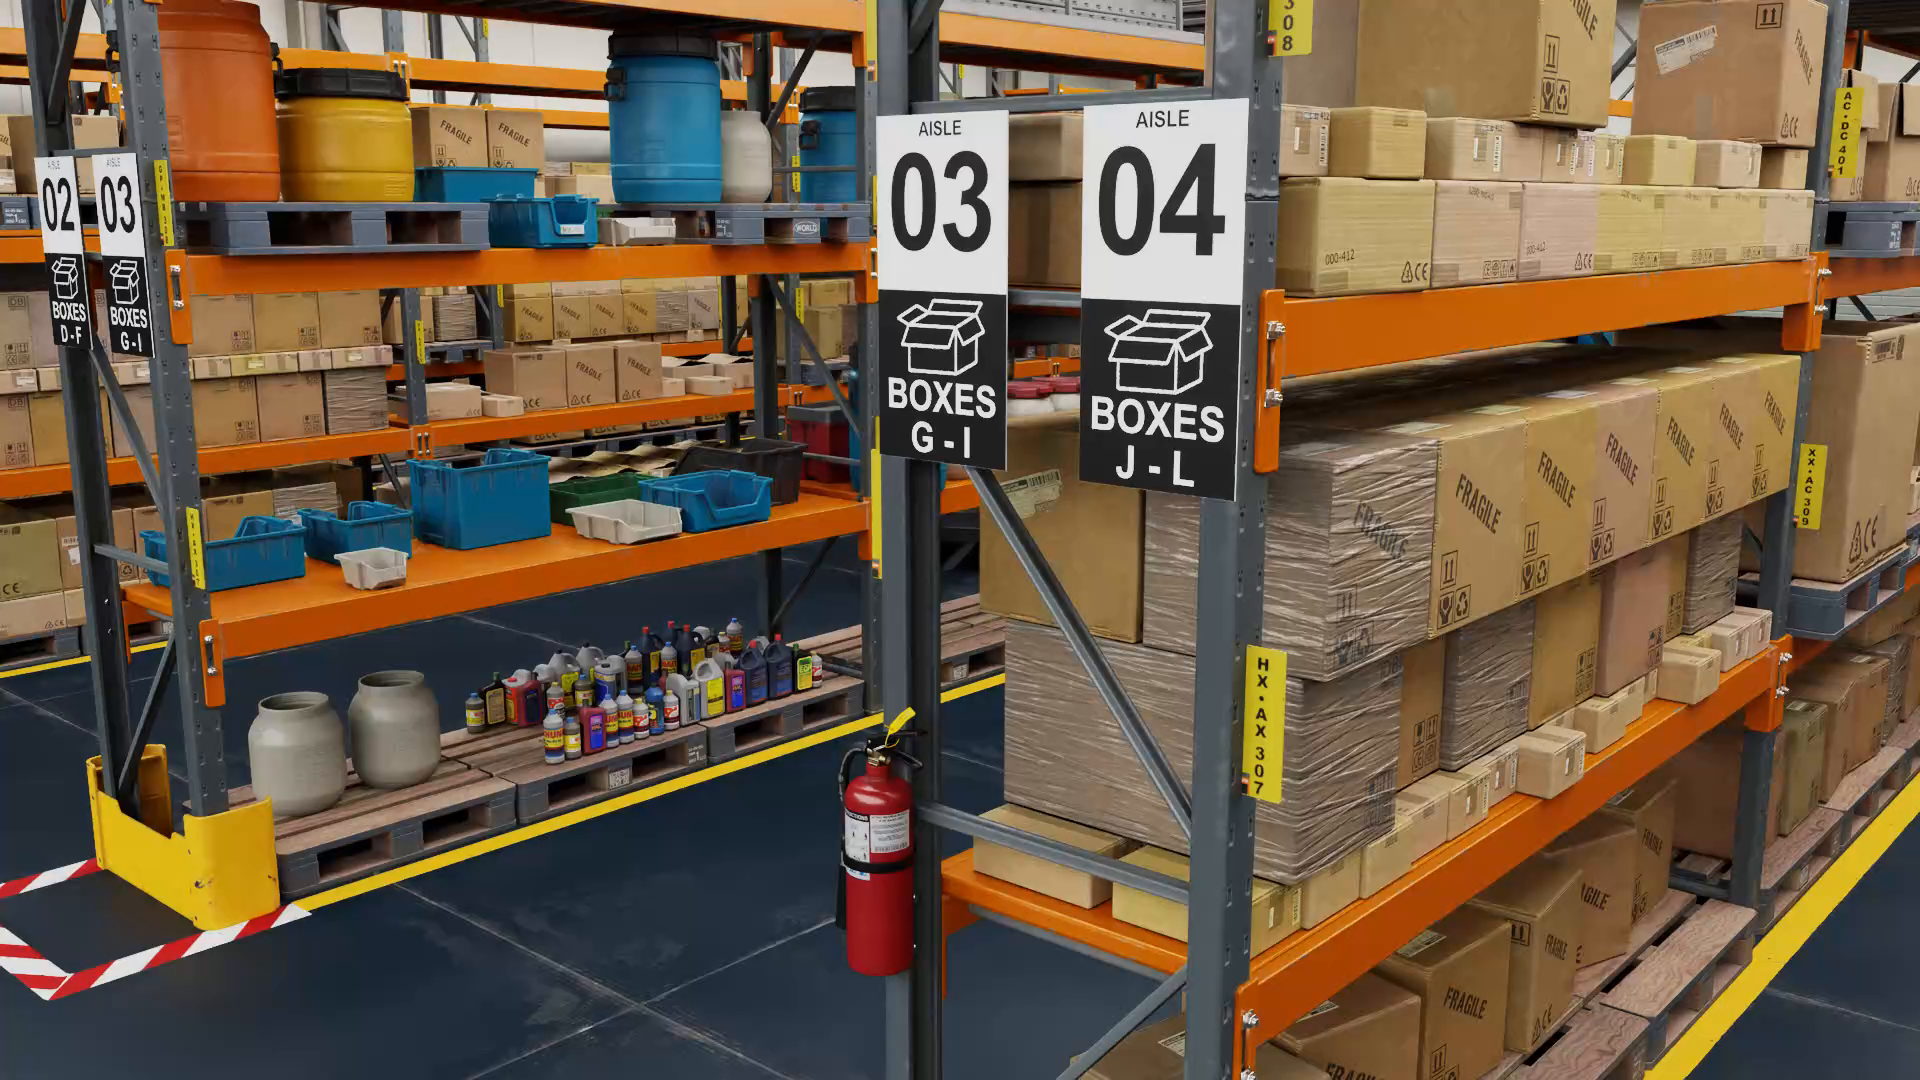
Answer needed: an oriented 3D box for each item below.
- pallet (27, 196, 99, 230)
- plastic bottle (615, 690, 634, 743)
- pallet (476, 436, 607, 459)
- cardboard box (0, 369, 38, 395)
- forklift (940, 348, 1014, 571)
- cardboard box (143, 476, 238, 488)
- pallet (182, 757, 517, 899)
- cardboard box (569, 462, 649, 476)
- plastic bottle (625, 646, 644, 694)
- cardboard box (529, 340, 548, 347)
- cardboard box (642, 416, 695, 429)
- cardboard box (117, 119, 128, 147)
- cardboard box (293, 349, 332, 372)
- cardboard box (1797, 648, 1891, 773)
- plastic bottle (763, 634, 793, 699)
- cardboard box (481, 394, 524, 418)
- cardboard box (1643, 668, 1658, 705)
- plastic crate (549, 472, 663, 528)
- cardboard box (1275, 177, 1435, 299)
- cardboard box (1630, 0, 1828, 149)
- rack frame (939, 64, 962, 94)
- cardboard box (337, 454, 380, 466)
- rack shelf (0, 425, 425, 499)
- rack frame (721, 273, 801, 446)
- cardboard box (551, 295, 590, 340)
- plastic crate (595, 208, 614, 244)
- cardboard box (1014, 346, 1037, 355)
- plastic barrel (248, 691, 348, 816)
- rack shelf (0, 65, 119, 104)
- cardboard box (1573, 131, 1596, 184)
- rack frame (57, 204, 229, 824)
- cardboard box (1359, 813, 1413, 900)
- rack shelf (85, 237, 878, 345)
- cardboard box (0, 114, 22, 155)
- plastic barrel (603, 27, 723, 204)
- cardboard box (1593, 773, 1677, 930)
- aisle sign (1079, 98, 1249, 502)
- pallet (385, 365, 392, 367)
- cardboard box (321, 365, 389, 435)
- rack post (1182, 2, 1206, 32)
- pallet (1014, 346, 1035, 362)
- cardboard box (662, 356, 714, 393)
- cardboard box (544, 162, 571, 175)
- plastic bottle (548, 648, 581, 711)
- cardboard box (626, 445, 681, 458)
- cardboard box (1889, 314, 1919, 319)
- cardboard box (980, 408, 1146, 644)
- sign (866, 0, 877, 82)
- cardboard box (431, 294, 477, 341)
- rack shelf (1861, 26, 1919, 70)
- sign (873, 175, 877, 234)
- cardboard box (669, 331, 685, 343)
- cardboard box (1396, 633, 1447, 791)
[{"bbox_3d":[-5.925,-2.252,11.435,1.003,0.211,1.213,10,15,40],"label":"pallet"},{"bbox_3d":[-1.775,0.928,8.789,0.097,0.271,0.097,0,11,0],"label":"plastic bottle"},{"bbox_3d":[-5.082,-1.099,20.216,1.003,0.211,1.213,10,15,40],"label":"pallet"},{"bbox_3d":[-6.290,-1.053,10.954,0.380,0.149,0.250,9,15,39],"label":"cardboard box"},{"bbox_3d":[-0.119,-1.288,14.214,1.130,2.935,3.031,2,12,11],"label":"forklift"},{"bbox_3d":[-5.778,-0.183,12.539,0.500,0.500,0.500,10,15,40],"label":"cardboard box"},{"bbox_3d":[-2.943,1.329,8.059,1.003,0.211,1.213,10,15,40],"label":"pallet"},{"bbox_3d":[-3.102,-0.520,14.710,0.500,0.311,0.500,10,15,42],"label":"cardboard box"},{"bbox_3d":[-1.896,0.750,9.678,0.097,0.271,0.097,0,11,0],"label":"plastic bottle"},{"bbox_3d":[-5.095,-2.302,19.706,0.380,0.149,0.250,10,15,41],"label":"cardboard box"},{"bbox_3d":[-3.935,-1.857,21.307,0.750,0.750,0.750,10,15,42],"label":"cardboard box"},{"bbox_3d":[-5.758,-2.702,11.770,0.637,0.503,0.797,-10,15,-41],"label":"cardboard box"},{"bbox_3d":[-4.931,-1.357,12.472,0.380,0.149,0.250,9,15,39],"label":"cardboard box"},{"bbox_3d":[4.350,0.839,8.648,0.500,0.500,0.700,-11,15,-43],"label":"cardboard box"},{"bbox_3d":[-1.067,0.724,9.606,0.144,0.351,0.185,9,15,39],"label":"plastic bottle"},{"bbox_3d":[-3.838,-1.113,13.805,0.380,0.149,0.250,10,15,40],"label":"cardboard box"},{"bbox_3d":[2.214,0.477,5.842,0.380,0.149,0.250,10,15,40],"label":"cardboard box"},{"bbox_3d":[-1.966,-0.224,9.255,0.450,0.188,0.662,10,15,40],"label":"plastic crate"},{"bbox_3d":[0.734,-0.697,3.807,0.500,0.250,0.500,10,15,42],"label":"cardboard box"},{"bbox_3d":[2.757,-1.663,5.967,0.500,0.500,0.500,9,15,39],"label":"cardboard box"},{"bbox_3d":[-0.378,-6.480,24.716,1.000,3.000,0.127,10,15,40],"label":"rack frame"},{"bbox_3d":[-6.830,-1.100,18.360,0.700,0.500,0.500,10,15,40],"label":"cardboard box"},{"bbox_3d":[-5.896,-0.485,11.857,1.077,0.370,4.000,10,15,40],"label":"rack shelf"},{"bbox_3d":[-1.936,-1.721,16.207,1.000,3.000,0.127,10,15,40],"label":"rack frame"},{"bbox_3d":[-4.794,-2.680,19.942,0.500,0.500,0.500,10,15,42],"label":"cardboard box"},{"bbox_3d":[-2.104,-1.661,8.792,0.336,0.188,0.450,10,15,40],"label":"plastic crate"},{"bbox_3d":[0.842,-2.465,19.678,0.500,0.500,0.500,10,15,41],"label":"cardboard box"},{"bbox_3d":[-3.121,1.005,7.841,0.421,0.512,0.421,0,11,0],"label":"plastic barrel"},{"bbox_3d":[-9.620,-4.065,14.474,1.077,0.370,4.000,10,15,40],"label":"rack shelf"},{"bbox_3d":[1.592,-1.096,4.783,0.380,0.149,0.250,10,15,40],"label":"cardboard box"},{"bbox_3d":[-3.498,0.097,7.105,1.000,3.000,0.127,10,15,40],"label":"rack frame"},{"bbox_3d":[0.945,0.781,4.325,0.380,0.149,0.250,10,15,40],"label":"cardboard box"},{"bbox_3d":[-2.178,-1.315,8.354,1.077,0.370,4.000,10,15,40],"label":"rack shelf"},{"bbox_3d":[-8.783,-3.601,15.103,0.500,0.500,0.500,11,16,43],"label":"cardboard box"},{"bbox_3d":[-1.595,-2.281,9.003,0.600,0.901,0.708,10,15,40],"label":"plastic barrel"},{"bbox_3d":[2.569,1.223,6.780,0.500,0.500,0.500,9,15,39],"label":"cardboard box"},{"bbox_3d":[0.407,-0.489,3.404,0.394,0.787,0.004,10,15,40],"label":"aisle sign"},{"bbox_3d":[-6.935,-1.970,17.945,1.003,0.211,1.213,10,15,40],"label":"pallet"},{"bbox_3d":[-4.864,-1.115,12.919,0.700,0.500,0.500,9,15,39],"label":"cardboard box"},{"bbox_3d":[2.230,-4.096,12.978,0.954,0.300,0.937,10,15,40],"label":"rack post"},{"bbox_3d":[0.095,-2.112,18.654,1.003,0.211,1.213,10,15,40],"label":"pallet"},{"bbox_3d":[-2.672,-1.570,15.682,0.500,0.311,0.500,10,15,40],"label":"cardboard box"},{"bbox_3d":[-5.072,-4.260,19.883,0.700,0.500,0.500,9,14,37],"label":"cardboard box"},{"bbox_3d":[-2.230,0.775,9.352,0.144,0.351,0.185,11,15,43],"label":"plastic bottle"},{"bbox_3d":[-2.843,-0.736,15.792,0.500,0.311,0.500,9,15,39],"label":"cardboard box"},{"bbox_3d":[6.430,-1.181,10.690,0.797,0.503,0.637,10,15,42],"label":"cardboard box"},{"bbox_3d":[0.400,-0.060,4.327,0.500,0.500,0.500,10,15,40],"label":"cardboard box"},{"bbox_3d":[-0.182,-1.242,3.892,0.100,0.325,0.005,10,15,40],"label":"sign"},{"bbox_3d":[-5.962,-2.555,19.005,0.700,0.500,0.500,8,14,34],"label":"cardboard box"},{"bbox_3d":[6.823,-3.127,10.787,1.077,0.370,4.000,10,15,40],"label":"rack shelf"},{"bbox_3d":[-0.452,-1.894,9.392,0.100,0.325,0.005,10,15,40],"label":"sign"},{"bbox_3d":[-3.725,-2.603,21.215,0.380,0.149,0.250,10,15,40],"label":"cardboard box"},{"bbox_3d":[0.846,0.376,4.693,0.875,0.500,0.500,10,15,40],"label":"cardboard box"}]
